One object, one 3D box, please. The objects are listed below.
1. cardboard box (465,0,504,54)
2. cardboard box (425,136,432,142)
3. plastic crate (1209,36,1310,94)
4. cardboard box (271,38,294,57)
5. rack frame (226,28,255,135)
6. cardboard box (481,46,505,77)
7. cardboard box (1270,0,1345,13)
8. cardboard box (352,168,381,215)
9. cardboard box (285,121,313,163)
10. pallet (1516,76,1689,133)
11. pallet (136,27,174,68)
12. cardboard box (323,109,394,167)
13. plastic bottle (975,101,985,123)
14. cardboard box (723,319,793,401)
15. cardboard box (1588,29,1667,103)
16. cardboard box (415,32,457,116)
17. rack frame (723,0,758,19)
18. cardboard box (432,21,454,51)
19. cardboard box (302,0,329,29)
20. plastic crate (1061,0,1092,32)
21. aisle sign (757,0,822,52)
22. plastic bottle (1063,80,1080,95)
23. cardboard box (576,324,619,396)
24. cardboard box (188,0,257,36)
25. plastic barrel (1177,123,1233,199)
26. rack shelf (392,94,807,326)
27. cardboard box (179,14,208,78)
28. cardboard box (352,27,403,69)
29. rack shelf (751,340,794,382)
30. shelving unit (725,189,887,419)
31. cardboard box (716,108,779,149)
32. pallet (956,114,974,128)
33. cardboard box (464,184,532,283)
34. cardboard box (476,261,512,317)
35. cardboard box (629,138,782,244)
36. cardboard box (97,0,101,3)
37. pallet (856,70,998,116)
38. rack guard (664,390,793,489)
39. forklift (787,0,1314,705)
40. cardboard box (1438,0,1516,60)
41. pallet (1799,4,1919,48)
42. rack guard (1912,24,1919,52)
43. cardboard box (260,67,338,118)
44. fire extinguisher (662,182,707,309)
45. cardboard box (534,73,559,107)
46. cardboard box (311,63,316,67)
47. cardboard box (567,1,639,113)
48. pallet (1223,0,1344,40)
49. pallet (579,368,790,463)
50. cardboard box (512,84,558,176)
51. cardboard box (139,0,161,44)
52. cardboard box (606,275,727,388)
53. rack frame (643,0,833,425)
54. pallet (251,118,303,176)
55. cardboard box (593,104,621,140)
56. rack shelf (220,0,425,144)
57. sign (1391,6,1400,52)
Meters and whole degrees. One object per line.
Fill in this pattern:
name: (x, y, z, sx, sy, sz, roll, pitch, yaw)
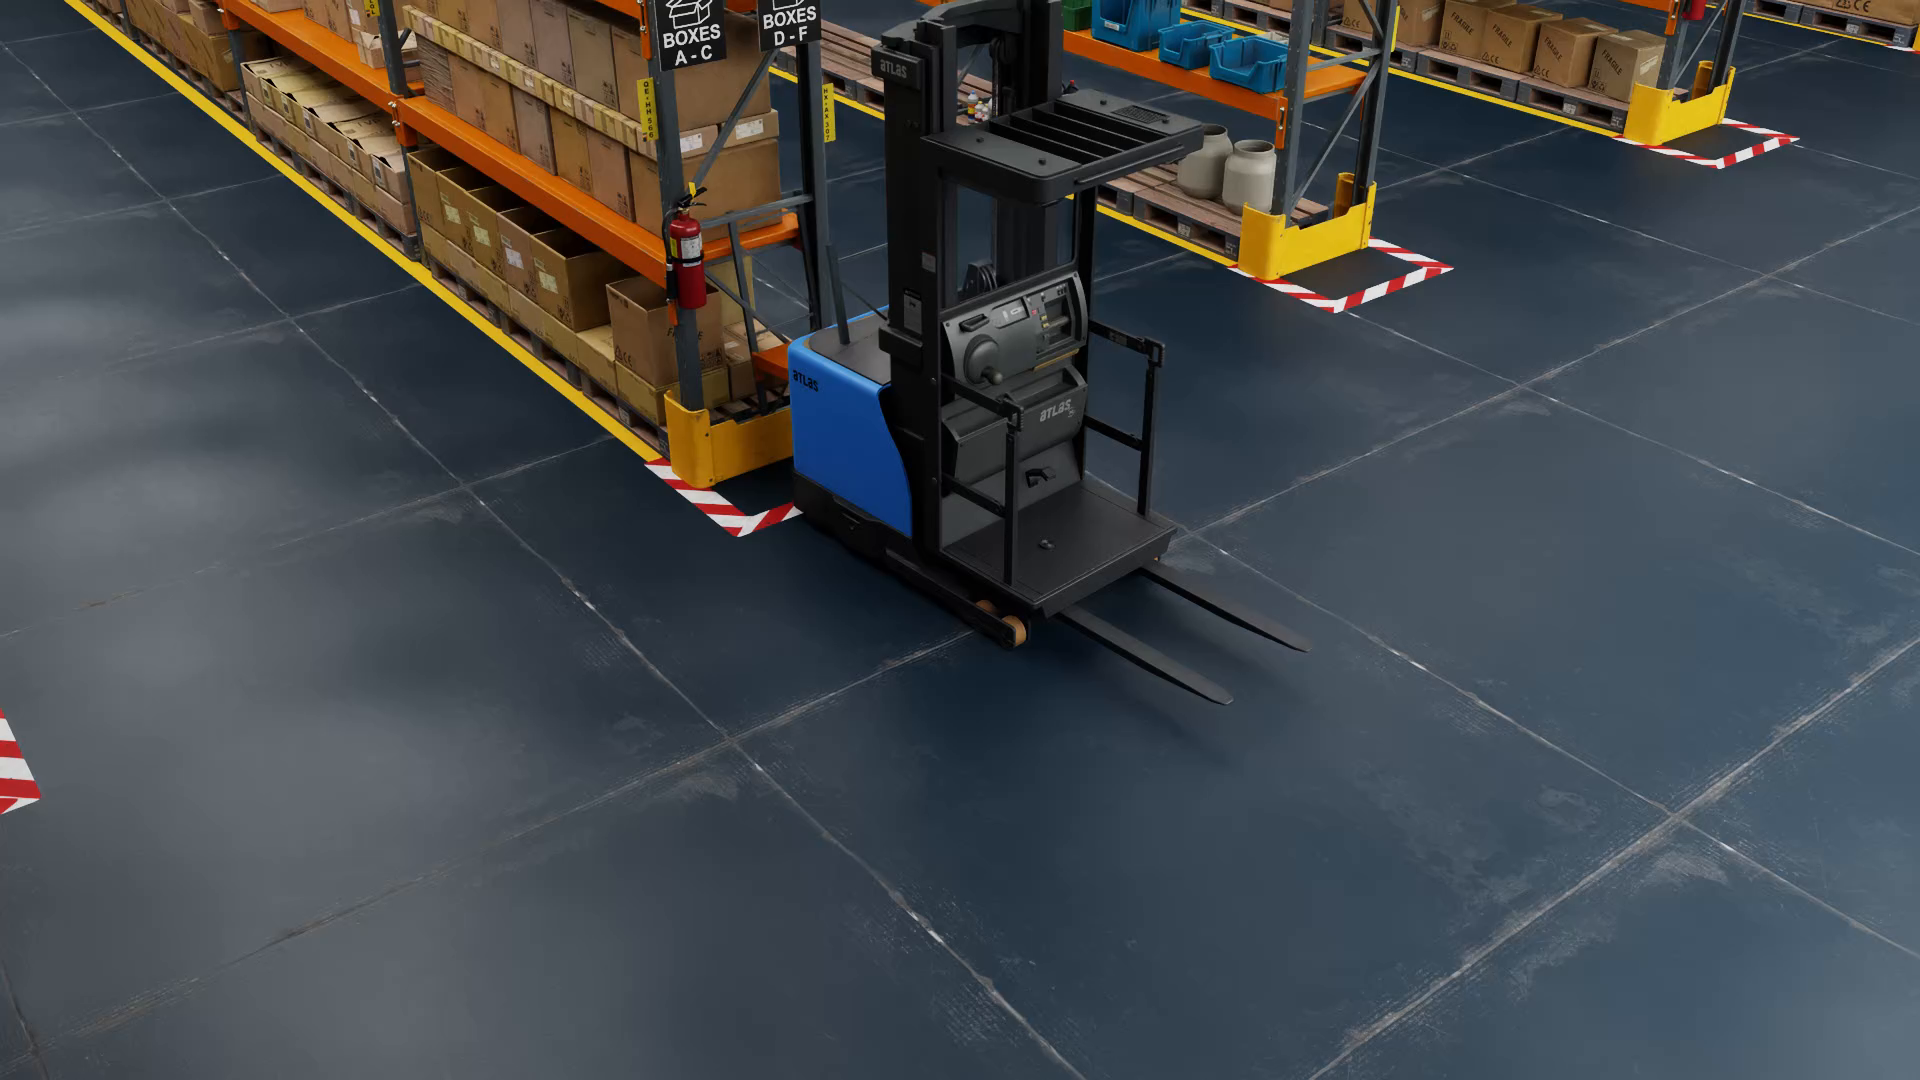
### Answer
cardboard box: (-2.753, -3.489, 10.701, 0.700, 0.500, 0.500, -22, 38, -31)
cardboard box: (-4.007, -3.210, 13.251, 0.500, 0.311, 0.500, -23, 38, -32)
plastic crate: (2.177, -3.480, 12.152, 0.499, 0.251, 0.616, -22, 38, -31)
cardboard box: (-6.154, -4.572, 15.721, 0.500, 0.500, 0.500, -21, 37, -29)
rack frame: (-6.101, -5.165, 14.723, 1.000, 3.000, 0.127, -22, 38, -31)
cardboard box: (-2.842, -3.105, 10.697, 0.380, 0.149, 0.250, -24, 39, -33)
cardboard box: (3.820, -6.089, 18.163, 0.700, 0.500, 0.500, -26, 40, -35)
cardboard box: (-4.440, -2.799, 13.121, 0.500, 0.250, 0.500, -23, 39, -32)
cardboard box: (-5.379, -3.438, 14.151, 0.500, 0.250, 0.500, -23, 39, -33)
pallet: (6.116, -4.231, 15.863, 1.003, 0.211, 1.213, -22, 38, -31)
pallet: (-8.025, -5.321, 17.617, 1.003, 0.211, 1.213, -22, 38, -31)
cardboard box: (-4.751, -3.246, 13.310, 0.500, 0.311, 0.500, -22, 38, -32)
plastic bottle: (0.179, -3.780, 14.728, 0.097, 0.201, 0.097, 0, 32, 0)
cardboard box: (-1.348, -1.137, 10.445, 0.500, 0.250, 0.500, -22, 38, -31)
cardboard box: (6.263, -4.416, 15.489, 0.500, 0.500, 0.500, -15, 35, -23)
cardboard box: (-3.371, -3.357, 11.718, 0.700, 0.500, 0.500, -23, 39, -33)
rack frame: (-2.186, -6.766, 17.301, 1.000, 3.000, 0.127, -22, 38, -31)
cardboard box: (-3.322, -3.430, 11.219, 0.380, 0.149, 0.250, -23, 39, -33)
cardboard box: (-5.059, -4.513, 13.579, 0.500, 0.500, 0.500, -25, 39, -34)
plastic crate: (0.877, -4.352, 13.615, 0.450, 0.188, 0.662, -22, 38, -31)
aisle sign: (-0.913, -3.007, 8.784, 0.394, 0.787, 0.004, -22, 38, -31)
plastic bottle: (1.008, -3.905, 14.789, 0.144, 0.351, 0.185, -24, 39, -34)
cardboard box: (-2.073, -1.174, 10.505, 0.500, 0.250, 0.500, -22, 38, -31)
cardboard box: (-6.897, -4.944, 15.609, 0.500, 0.250, 0.500, -21, 37, -30)
plastic barrel: (1.949, -3.012, 13.216, 0.421, 0.512, 0.421, 0, 32, 0)
rack shelf: (-2.421, -2.359, 10.887, 1.077, 0.370, 4.000, -22, 38, -31)
cardboard box: (-7.177, -4.820, 16.119, 0.500, 0.500, 0.500, -24, 39, -33)
cardboard box: (-4.332, -3.748, 12.569, 0.396, 0.266, 0.258, -23, 39, -32)
rack shelf: (-0.706, -0.955, 9.527, 0.538, 0.185, 1.000, -25, 33, -30)
shelving unit: (-0.731, -1.116, 9.451, 0.587, 1.500, 1.083, -25, 33, -30)
cardboard box: (-1.265, -2.382, 9.533, 0.380, 0.149, 0.250, -23, 38, -32)
pallet: (0.646, -3.621, 14.880, 1.003, 0.211, 1.213, -22, 38, -31)
cardboard box: (-2.997, -2.115, 11.310, 0.500, 0.500, 0.500, -22, 38, -31)
cardboard box: (-2.998, -1.797, 11.508, 0.500, 0.250, 0.500, -22, 38, -31)
cardboard box: (-1.471, -2.072, 9.648, 0.700, 0.500, 0.500, -22, 38, -31)
cardboard box: (-9.404, -6.090, 18.498, 0.380, 0.149, 0.250, -22, 38, -31)
pallet: (-0.245, -4.229, 15.859, 1.003, 0.211, 1.213, -22, 38, -31)
rack guard: (-1.180, -0.759, 9.998, 1.175, 0.500, 0.348, -22, 38, -31)
forklift: (0.426, -1.004, 8.089, 1.130, 2.935, 3.031, -26, 40, -35)
cardboard box: (5.193, -5.169, 16.700, 0.500, 0.500, 0.500, -26, 40, -35)
pallet: (10.060, -5.720, 18.260, 1.003, 0.211, 1.213, -22, 38, -31)
rack guard: (10.627, -5.525, 17.672, 1.175, 0.500, 0.348, -22, 38, -31)
cardboard box: (-5.683, -3.884, 14.337, 0.500, 0.311, 0.500, -23, 39, -33)
fire extinguisher: (-1.489, -1.598, 9.054, 0.296, 0.674, 0.183, -22, 38, -31)
cardboard box: (-2.375, -2.786, 10.182, 0.380, 0.149, 0.250, -21, 38, -30)
cardboard box: (-5.585, -4.275, 14.966, 0.500, 0.311, 0.500, -21, 38, -30)
cardboard box: (-1.830, -2.863, 9.692, 0.700, 0.500, 0.500, -23, 39, -33)
pallet: (3.701, -5.841, 18.454, 1.003, 0.211, 1.213, -22, 38, -31)
pallet: (-1.697, -0.951, 10.582, 1.003, 0.211, 1.213, -22, 38, -31)
cardboard box: (-2.422, -2.716, 10.686, 0.700, 0.500, 0.500, -21, 38, -30)
cardboard box: (-8.113, -5.458, 17.147, 0.500, 0.500, 0.500, -22, 38, -31)
cardboard box: (-1.759, -1.287, 9.976, 0.500, 0.500, 0.500, -22, 38, -31)
rack frame: (-1.195, -1.831, 9.355, 1.000, 3.000, 0.127, -22, 38, -31)
pallet: (-5.627, -3.625, 14.886, 1.003, 0.211, 1.213, -22, 38, -31)
cardboard box: (-1.898, -2.462, 9.661, 0.380, 0.149, 0.250, -23, 38, -32)
rack shelf: (-4.874, -4.026, 13.571, 1.077, 0.370, 4.000, -22, 38, -31)
sign: (3.157, -3.726, 12.143, 0.100, 0.325, 0.005, -22, 38, -31)
